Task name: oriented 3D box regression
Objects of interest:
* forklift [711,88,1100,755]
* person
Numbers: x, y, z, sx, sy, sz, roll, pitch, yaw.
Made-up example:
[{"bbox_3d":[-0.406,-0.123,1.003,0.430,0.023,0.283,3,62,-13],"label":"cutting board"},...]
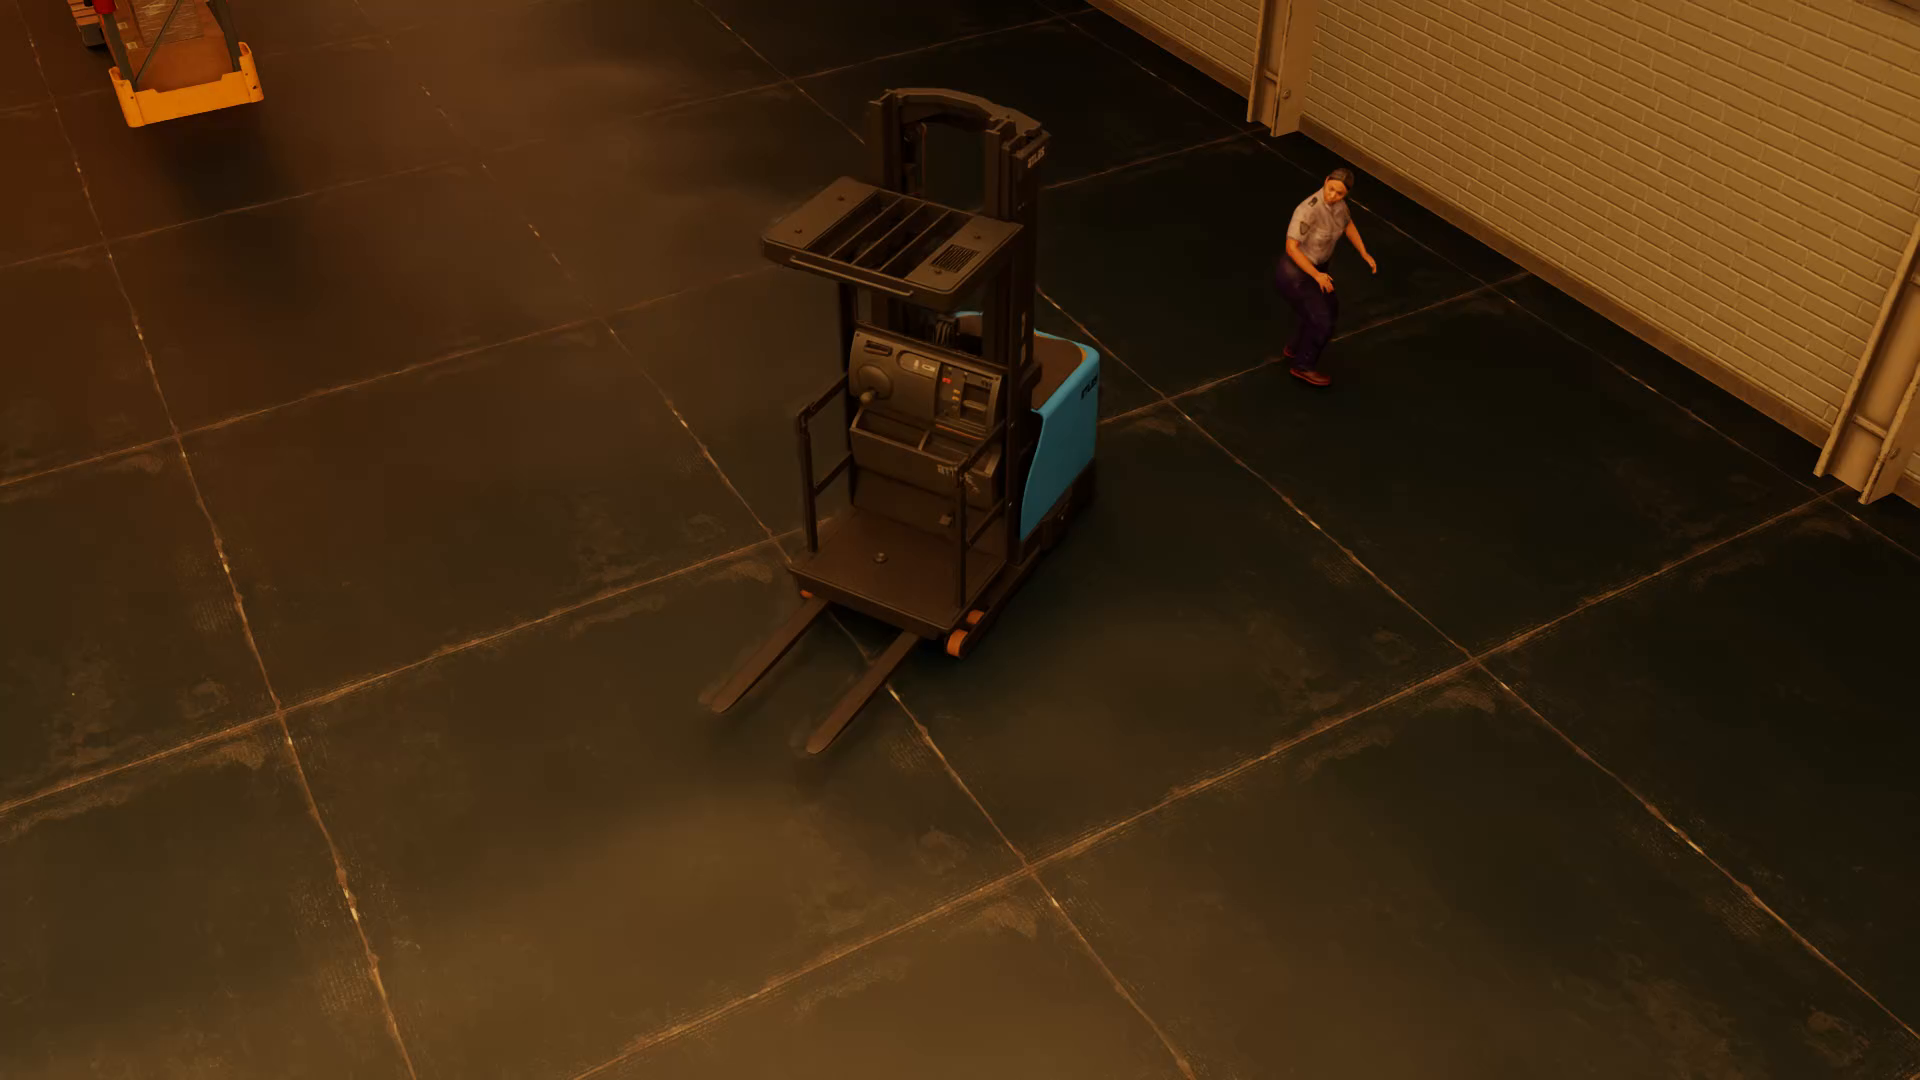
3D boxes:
[{"bbox_3d":[-0.299,-0.788,8.987,1.130,2.935,3.031,20,44,22],"label":"forklift"},{"bbox_3d":[2.447,-1.784,11.272,0.566,1.603,0.693,24,45,26],"label":"person"}]
